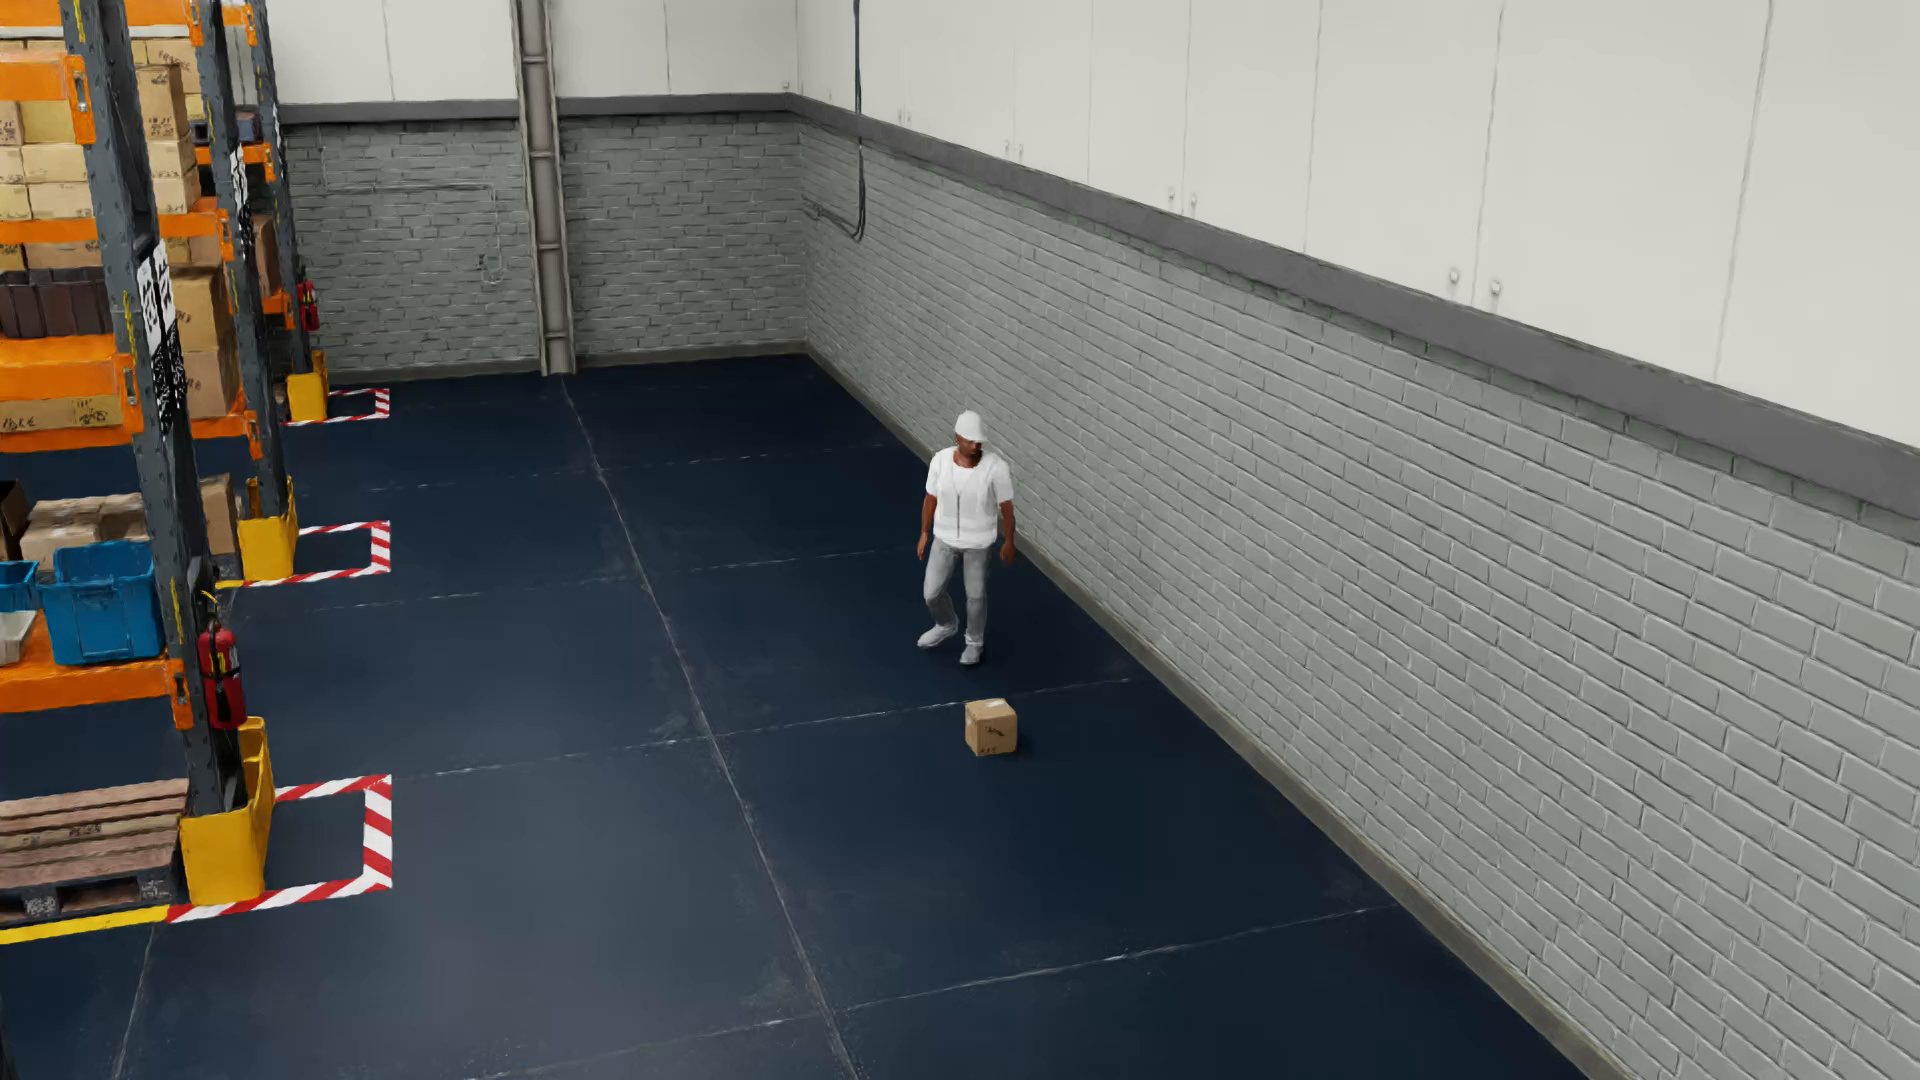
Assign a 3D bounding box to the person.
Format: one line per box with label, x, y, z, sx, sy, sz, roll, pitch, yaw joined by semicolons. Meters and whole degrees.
person;0.023;-0.019;11.021;0.690;1.759;0.453;6;20;16
